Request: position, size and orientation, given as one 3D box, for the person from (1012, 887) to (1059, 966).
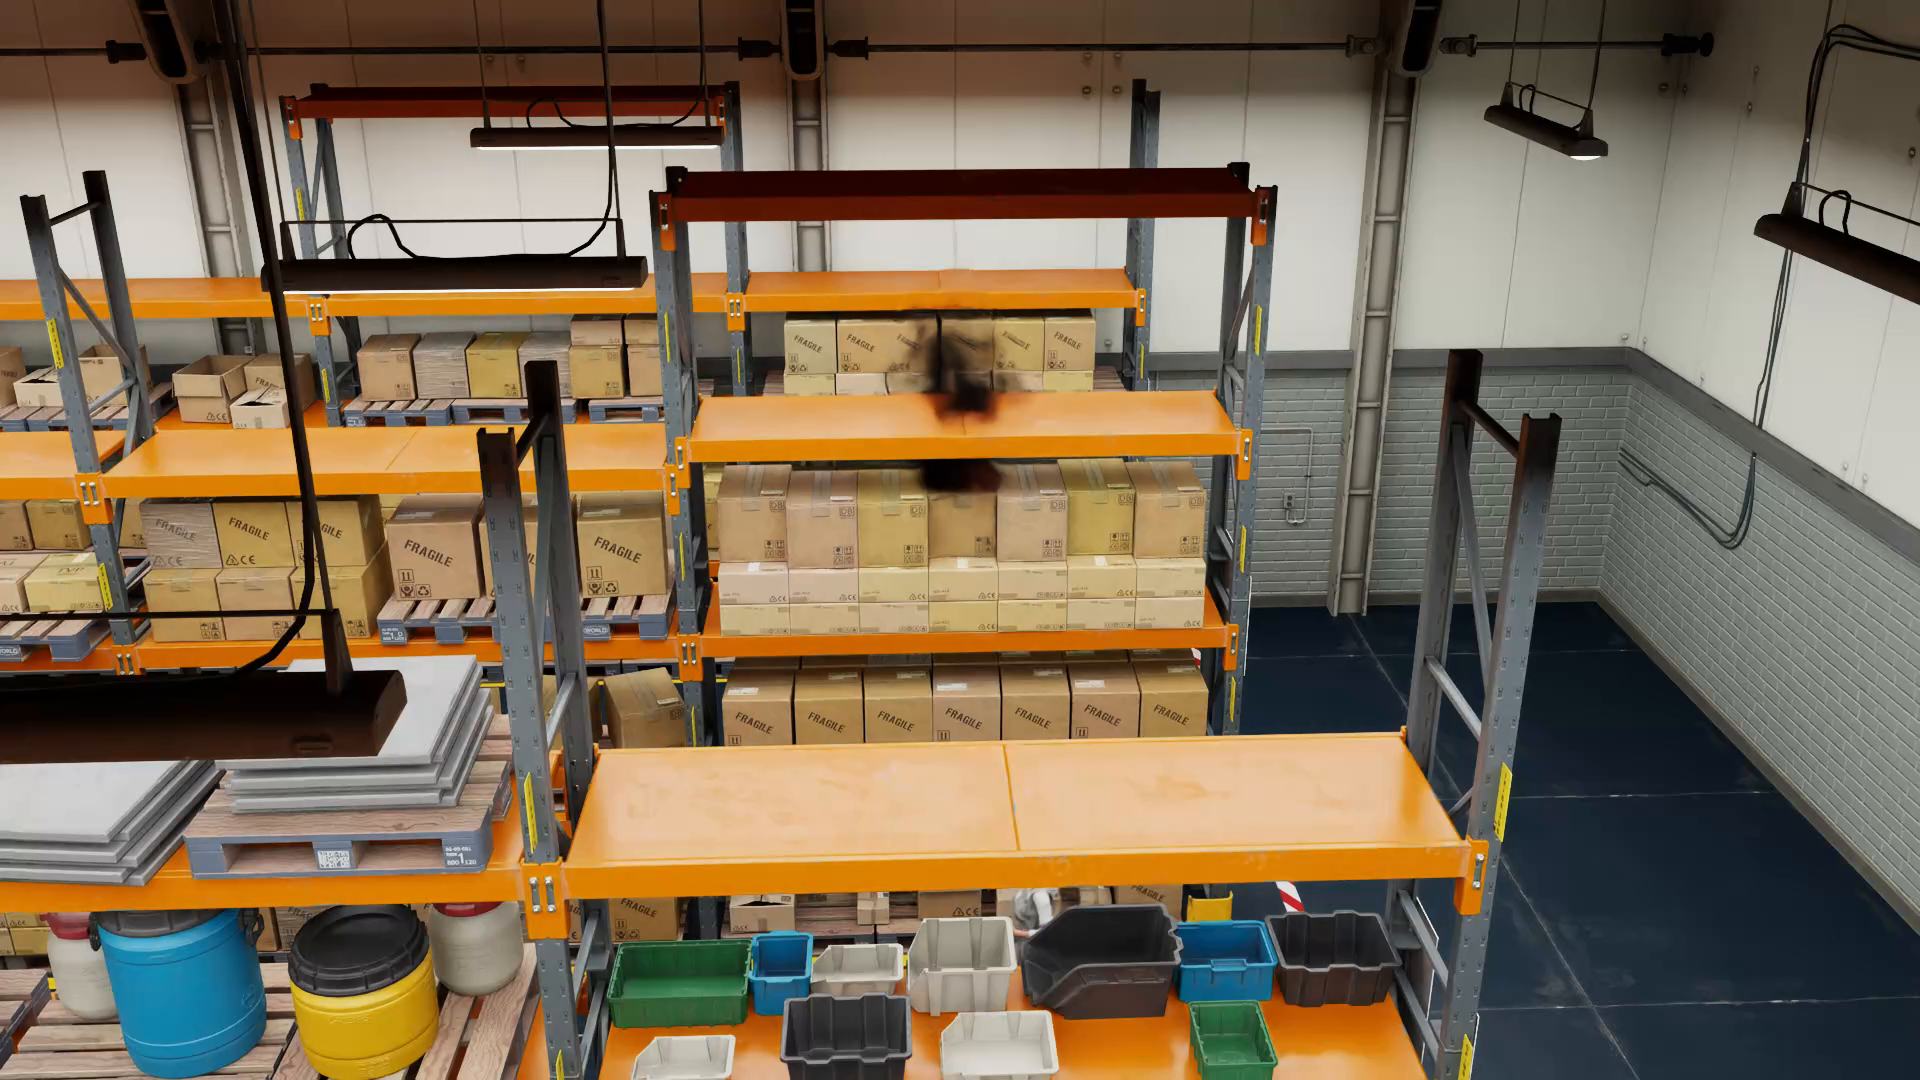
[{"bbox_3d":[0.543,2.810,11.440,0.794,1.604,0.547,-4,22,-9],"label":"person"}]
